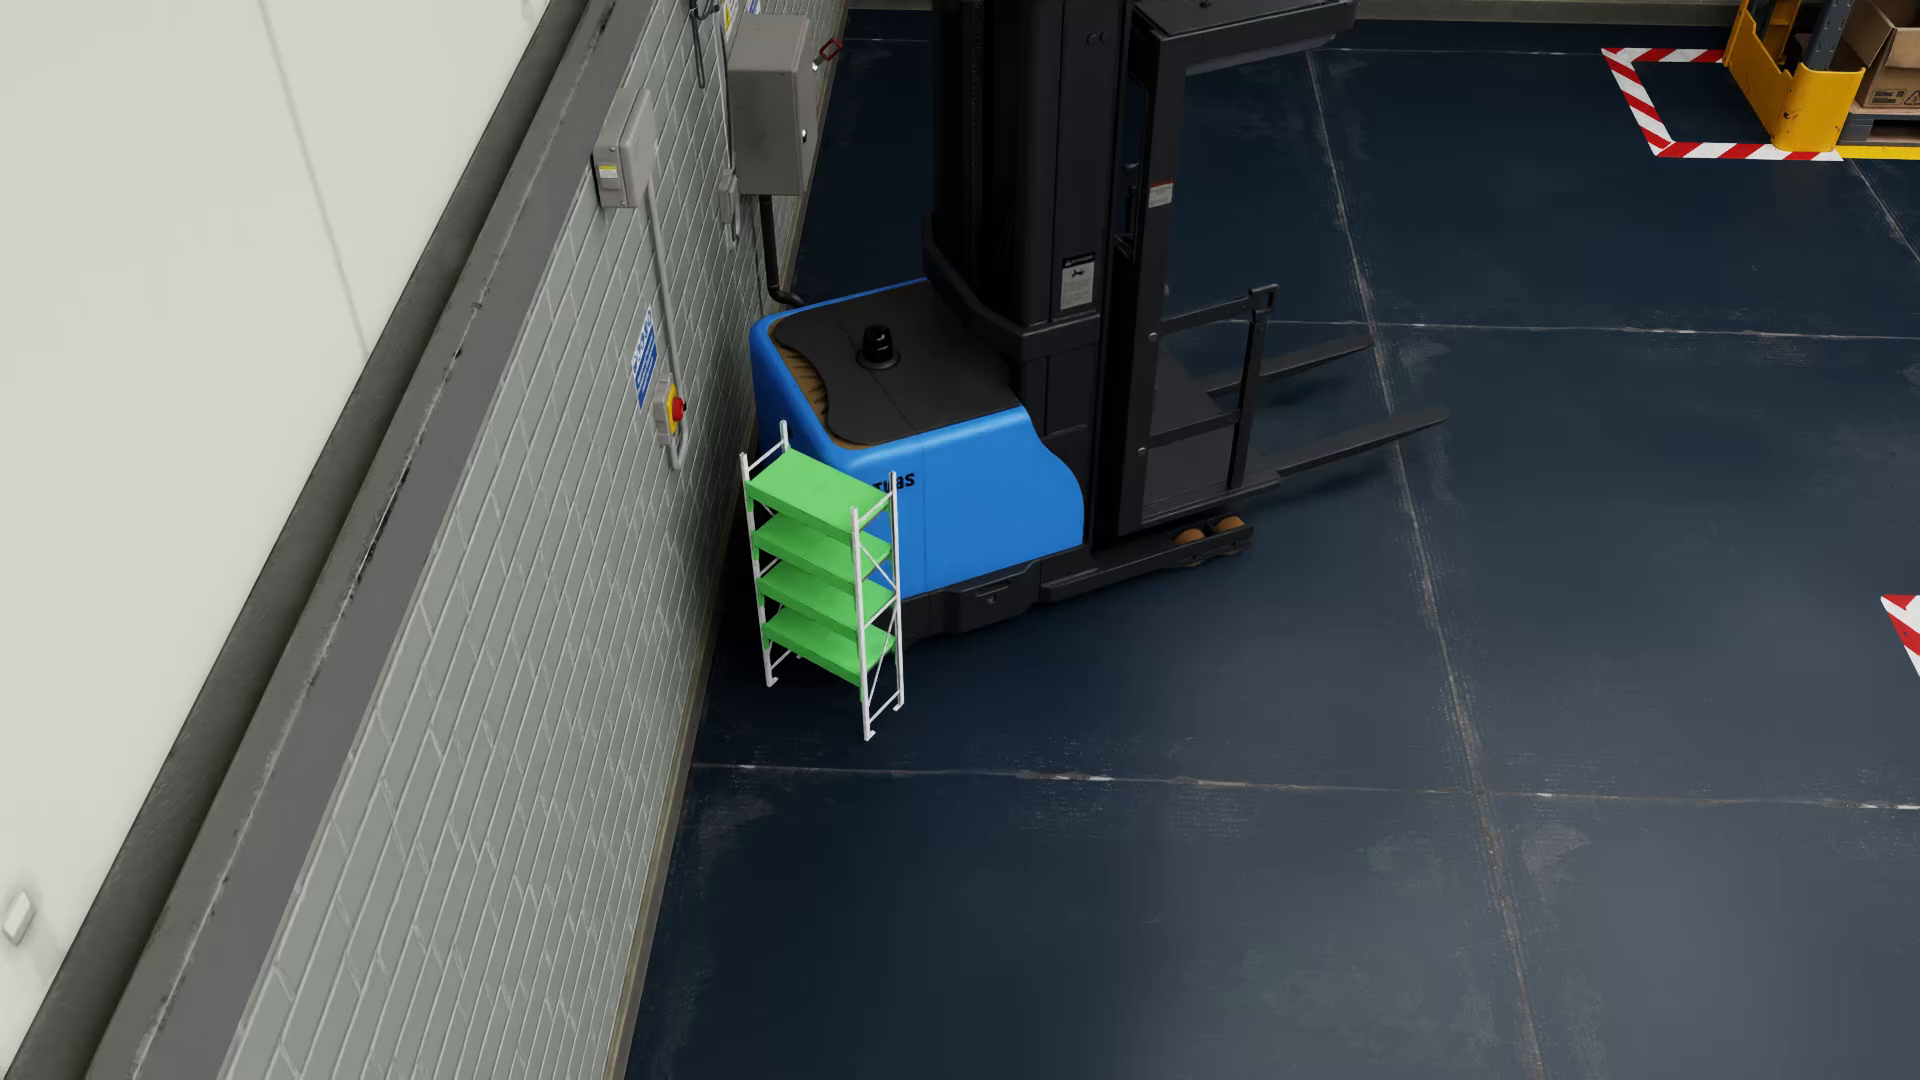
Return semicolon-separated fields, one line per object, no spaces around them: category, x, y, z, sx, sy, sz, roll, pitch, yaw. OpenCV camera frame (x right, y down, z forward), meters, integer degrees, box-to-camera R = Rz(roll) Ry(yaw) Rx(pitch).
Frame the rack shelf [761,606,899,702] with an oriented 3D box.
rack shelf;-0.496;0.396;6.391;0.480;0.148;0.258;25;49;25

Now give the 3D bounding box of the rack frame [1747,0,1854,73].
rack frame;4.877;-3.754;9.080;0.127;3.000;1.000;2;43;2

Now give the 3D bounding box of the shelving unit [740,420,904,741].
shelving unit;-0.496;0.173;6.184;0.503;1.200;0.258;25;49;25

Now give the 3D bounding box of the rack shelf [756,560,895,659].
rack shelf;-0.496;0.220;6.227;0.480;0.148;0.258;25;49;25

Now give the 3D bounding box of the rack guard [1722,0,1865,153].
rack guard;4.953;-2.838;9.929;0.348;0.500;1.175;2;43;2

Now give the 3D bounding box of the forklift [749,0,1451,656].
forklift;0.708;-1.270;6.463;3.031;2.935;1.130;-17;45;-17

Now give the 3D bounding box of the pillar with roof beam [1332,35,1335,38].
pillar with roof beam;2.030;-3.715;4.636;0.400;9.000;9.100;2;43;2

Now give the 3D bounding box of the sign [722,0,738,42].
sign;-0.946;-2.228;6.836;0.001;0.242;0.339;2;43;2

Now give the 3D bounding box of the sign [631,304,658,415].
sign;-1.040;-0.600;5.495;0.001;0.218;0.327;2;43;2

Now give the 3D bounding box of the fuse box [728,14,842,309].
fuse box;-0.737;-1.486;7.590;0.414;1.711;0.539;2;43;2

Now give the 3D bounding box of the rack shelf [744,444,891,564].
rack shelf;-0.496;-0.131;5.900;0.480;0.148;0.258;25;49;25

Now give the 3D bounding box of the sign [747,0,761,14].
sign;-0.921;-2.265;7.551;0.001;0.494;0.329;2;43;2

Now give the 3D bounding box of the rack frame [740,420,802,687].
rack frame;-0.696;0.078;6.286;0.015;1.200;0.240;25;49;25

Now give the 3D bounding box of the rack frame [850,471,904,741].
rack frame;-0.296;0.269;6.081;0.015;1.200;0.240;25;49;25

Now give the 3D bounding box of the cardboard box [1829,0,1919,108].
cardboard box;5.484;-2.911;9.698;0.637;0.503;0.797;0;43;0

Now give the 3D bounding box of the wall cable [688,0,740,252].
wall cable;-0.925;-1.869;6.311;0.122;1.984;0.588;2;43;2

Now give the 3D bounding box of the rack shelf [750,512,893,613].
rack shelf;-0.496;0.045;6.064;0.480;0.148;0.258;25;49;25

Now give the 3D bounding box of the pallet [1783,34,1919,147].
pallet;5.749;-2.708;10.002;1.213;0.211;1.003;2;43;2

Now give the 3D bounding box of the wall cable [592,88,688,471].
wall cable;-0.977;-0.915;5.263;0.123;1.953;0.585;2;43;2
